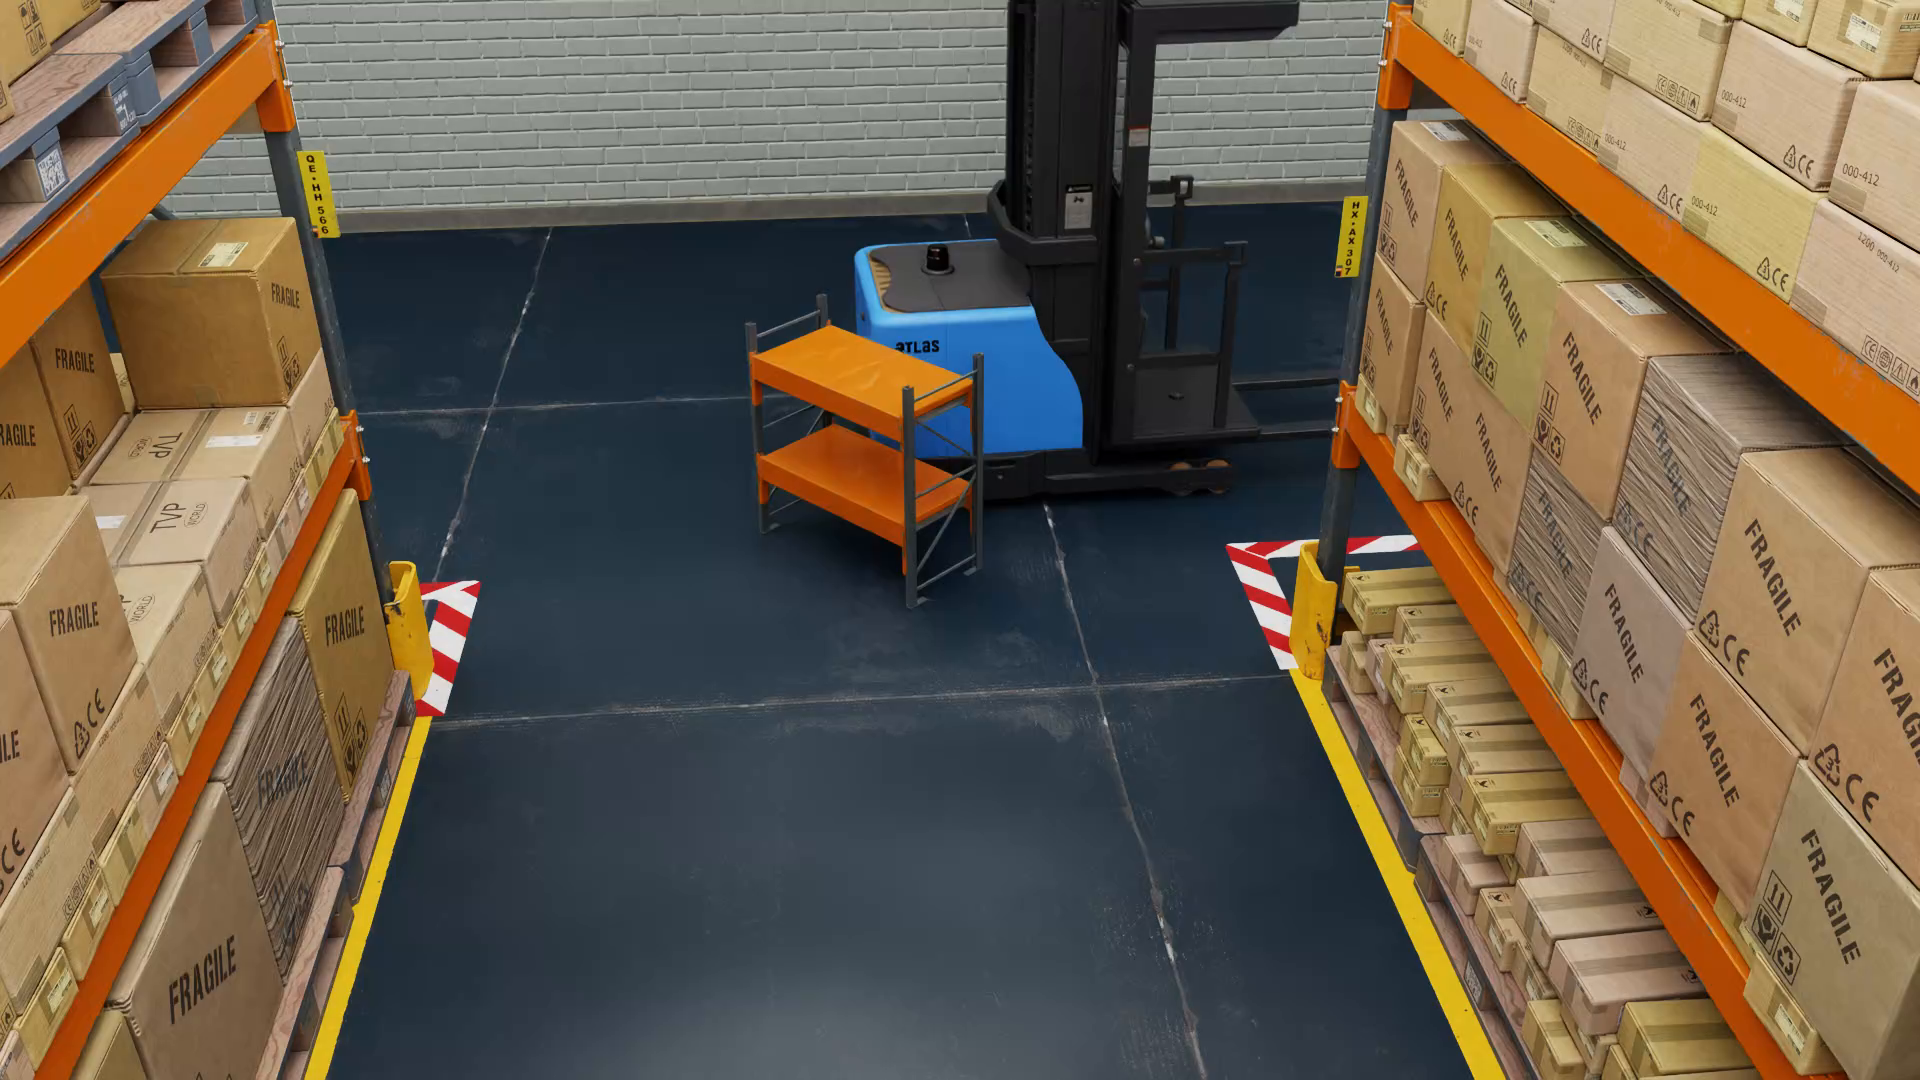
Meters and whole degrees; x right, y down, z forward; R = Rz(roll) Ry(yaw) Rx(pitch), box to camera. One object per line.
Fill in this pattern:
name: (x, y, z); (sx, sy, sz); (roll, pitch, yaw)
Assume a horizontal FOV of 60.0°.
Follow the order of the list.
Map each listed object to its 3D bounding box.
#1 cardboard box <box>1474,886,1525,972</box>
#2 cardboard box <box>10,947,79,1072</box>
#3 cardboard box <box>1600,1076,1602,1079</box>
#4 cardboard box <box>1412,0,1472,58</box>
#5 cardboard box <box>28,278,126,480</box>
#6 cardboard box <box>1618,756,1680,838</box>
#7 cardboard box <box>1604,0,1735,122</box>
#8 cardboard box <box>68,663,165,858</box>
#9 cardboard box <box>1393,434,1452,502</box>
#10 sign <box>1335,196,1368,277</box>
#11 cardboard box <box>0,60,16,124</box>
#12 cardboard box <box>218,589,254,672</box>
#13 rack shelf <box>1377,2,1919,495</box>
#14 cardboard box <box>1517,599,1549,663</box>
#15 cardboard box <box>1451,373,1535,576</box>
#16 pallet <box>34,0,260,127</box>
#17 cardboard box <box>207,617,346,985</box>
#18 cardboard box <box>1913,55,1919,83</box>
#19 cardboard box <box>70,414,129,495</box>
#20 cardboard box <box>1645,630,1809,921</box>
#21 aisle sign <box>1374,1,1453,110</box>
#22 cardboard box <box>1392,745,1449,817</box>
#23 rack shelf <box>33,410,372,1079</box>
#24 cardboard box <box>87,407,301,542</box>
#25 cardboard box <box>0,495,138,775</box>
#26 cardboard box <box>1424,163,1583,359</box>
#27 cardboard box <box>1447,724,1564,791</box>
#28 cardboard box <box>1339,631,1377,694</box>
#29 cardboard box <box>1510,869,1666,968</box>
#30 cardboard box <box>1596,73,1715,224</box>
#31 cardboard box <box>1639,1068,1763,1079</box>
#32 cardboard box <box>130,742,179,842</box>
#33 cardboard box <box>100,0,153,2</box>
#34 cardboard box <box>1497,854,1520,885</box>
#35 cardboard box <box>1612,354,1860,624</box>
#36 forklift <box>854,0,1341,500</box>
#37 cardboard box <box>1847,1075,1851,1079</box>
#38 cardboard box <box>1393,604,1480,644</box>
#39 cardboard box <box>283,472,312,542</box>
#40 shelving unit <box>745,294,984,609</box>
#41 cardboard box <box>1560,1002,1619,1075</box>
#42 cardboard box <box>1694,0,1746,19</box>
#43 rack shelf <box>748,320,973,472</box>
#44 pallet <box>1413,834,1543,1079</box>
cardboard box: (1.949, 1.287, 5.541); (0.380, 0.149, 0.250); (-3, 31, -5)
cardboard box: (-2.259, 1.072, 3.775); (0.380, 0.149, 0.250); (-2, 31, -3)
cardboard box: (2.125, 1.665, 4.909); (0.380, 0.149, 0.250); (-3, 31, -6)
cardboard box: (1.848, -1.810, 5.577); (0.500, 0.250, 0.500); (-2, 31, -3)
cardboard box: (-3.064, -0.514, 5.311); (0.500, 0.500, 0.500); (-3, 31, -6)
cardboard box: (2.022, 0.651, 4.480); (0.380, 0.149, 0.250); (-4, 31, -7)
cardboard box: (1.977, -1.247, 4.146); (0.500, 0.250, 0.500); (-4, 31, -6)
cardboard box: (-2.392, 0.566, 4.234); (0.500, 0.250, 0.500); (-2, 31, -3)
cardboard box: (1.802, -0.272, 6.025); (0.380, 0.149, 0.250); (-4, 31, -6)
sign: (1.521, -1.174, 6.446); (0.100, 0.325, 0.005); (-3, 31, -5)
cardboard box: (-2.599, -1.099, 3.636); (0.700, 0.500, 0.500); (-1, 31, -2)
cardboard box: (-2.404, 0.285, 5.092); (0.380, 0.149, 0.250); (-3, 31, -4)
rack shelf: (2.248, -0.786, 4.418); (1.077, 0.370, 4.000); (-3, 31, -5)
cardboard box: (1.961, 0.254, 5.144); (0.380, 0.149, 0.250); (-2, 31, -3)
cardboard box: (1.936, -0.234, 5.329); (0.500, 0.500, 0.500); (-2, 31, -4)
pallet: (-2.807, -1.514, 5.021); (1.003, 0.211, 1.213); (-3, 31, -5)
cardboard box: (-2.662, 0.877, 5.519); (0.875, 0.875, 0.875); (-3, 31, -5)
cardboard box: (2.127, -0.939, 3.242); (0.380, 0.149, 0.250); (-2, 31, -3)
cardboard box: (-3.056, -0.183, 5.487); (0.500, 0.250, 0.500); (-3, 31, -5)
cardboard box: (2.061, 0.544, 4.026); (0.500, 0.500, 0.500); (-4, 31, -6)
aisle sign: (1.755, -1.968, 6.084); (0.394, 0.787, 0.004); (-3, 31, -5)
cardboard box: (1.842, 0.890, 6.206); (0.380, 0.149, 0.250); (-2, 31, -4)
rack shelf: (-2.700, 0.687, 4.875); (1.077, 0.370, 4.000); (-3, 31, -5)
cardboard box: (-2.531, -0.212, 5.536); (0.500, 0.250, 0.500); (-3, 31, -5)
cardboard box: (-2.395, 0.240, 4.047); (0.500, 0.500, 0.500); (-4, 31, -6)
cardboard box: (1.892, -0.929, 5.518); (0.500, 0.500, 0.500); (-2, 31, -3)
cardboard box: (1.935, 0.778, 5.813); (0.380, 0.149, 0.250); (-2, 31, -3)
cardboard box: (1.791, 0.498, 6.862); (0.380, 0.149, 0.250); (-2, 31, -4)
cardboard box: (1.947, 1.170, 5.156); (0.380, 0.149, 0.250); (-4, 31, -6)
cardboard box: (1.992, -1.015, 4.245); (0.500, 0.250, 0.500); (-3, 31, -5)
cardboard box: (2.049, 1.577, 4.474); (0.380, 0.149, 0.250); (-3, 31, -5)
cardboard box: (-2.331, 0.679, 4.433); (0.380, 0.149, 0.250); (-2, 31, -4)
cardboard box: (-2.785, -1.934, 5.032); (0.700, 0.500, 0.500); (-5, 31, -8)
cardboard box: (2.037, 1.034, 5.674); (0.380, 0.149, 0.250); (-1, 31, -2)
cardboard box: (2.034, -0.139, 4.195); (0.500, 0.500, 0.500); (-2, 31, -3)
forklift: (0.992, -1.756, 8.331); (3.031, 2.935, 1.130); (-4, 31, -7)
cardboard box: (2.175, 1.187, 3.583); (0.380, 0.149, 0.250); (-3, 31, -5)
cardboard box: (1.917, 0.378, 6.482); (0.380, 0.149, 0.250); (-2, 31, -4)
cardboard box: (-2.477, -0.107, 5.749); (0.380, 0.149, 0.250); (-3, 31, -4)
shelving unit: (-0.447, -0.436, 7.883); (1.048, 1.125, 0.538); (25, 39, 35)
cardboard box: (2.039, 1.449, 4.980); (0.380, 0.149, 0.250); (-2, 31, -3)
cardboard box: (1.943, -1.330, 3.896); (0.380, 0.149, 0.250); (-3, 31, -5)
rack shelf: (-0.447, -0.688, 7.733); (1.000, 0.278, 0.538); (25, 39, 35)
pallet: (2.220, 1.445, 5.624); (1.003, 0.211, 1.213); (-3, 31, -5)
